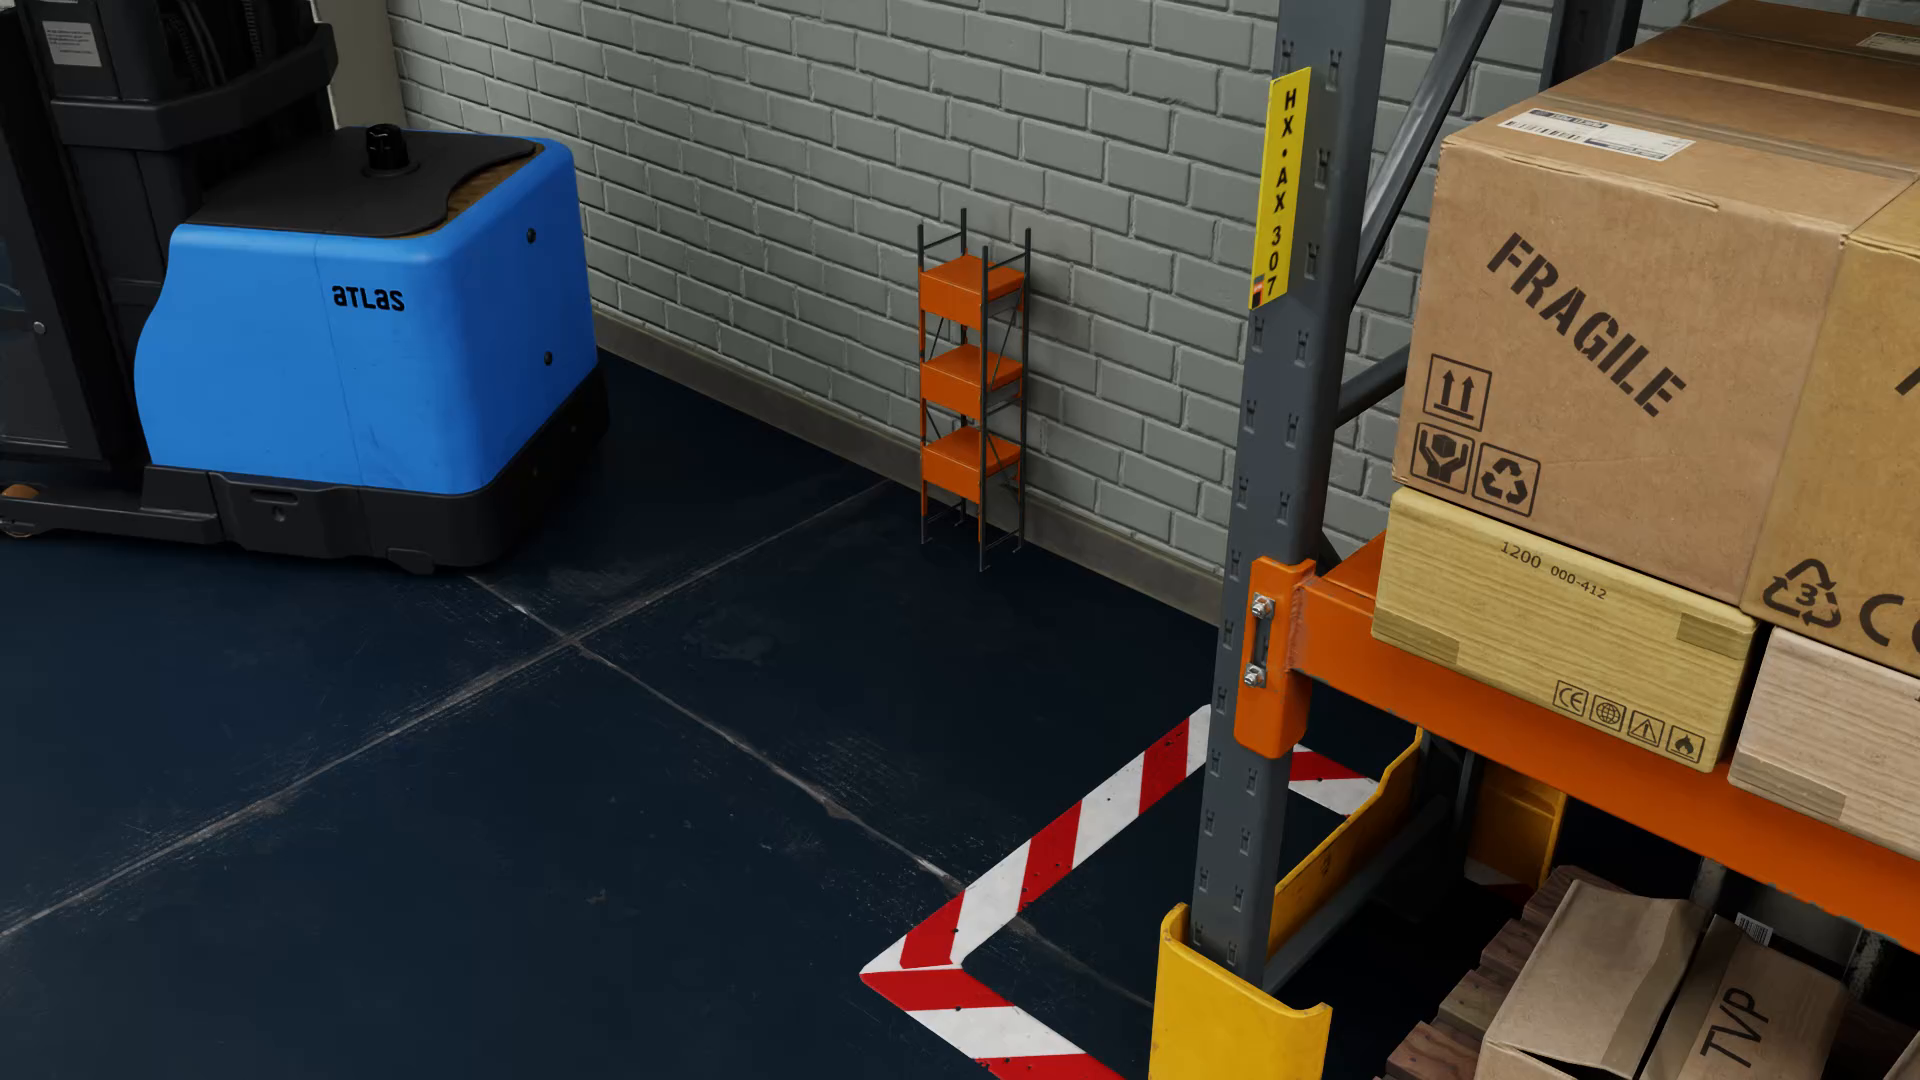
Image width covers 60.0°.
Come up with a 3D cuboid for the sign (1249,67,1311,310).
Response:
[{"bbox_3d":[0.444,-0.484,2.306,0.005,0.325,0.100,25,39,35],"label":"sign"}]

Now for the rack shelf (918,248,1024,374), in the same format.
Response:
[{"bbox_3d":[0.040,-0.665,4.808,0.240,0.259,0.215,25,39,35],"label":"rack shelf"}]

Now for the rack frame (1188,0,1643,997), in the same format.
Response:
[{"bbox_3d":[0.808,-0.321,2.874,0.127,3.000,1.000,25,39,35],"label":"rack frame"}]

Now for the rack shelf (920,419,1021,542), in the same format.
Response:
[{"bbox_3d":[0.040,-0.184,5.097,0.240,0.259,0.215,25,39,35],"label":"rack shelf"}]

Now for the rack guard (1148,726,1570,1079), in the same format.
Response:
[{"bbox_3d":[0.865,0.777,3.475,0.348,0.500,1.175,25,39,35],"label":"rack guard"}]

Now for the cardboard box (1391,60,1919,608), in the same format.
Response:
[{"bbox_3d":[0.961,-0.306,2.249,0.500,0.500,0.500,25,39,35],"label":"cardboard box"}]

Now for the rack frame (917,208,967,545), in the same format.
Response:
[{"bbox_3d":[-0.051,-0.473,5.019,0.008,1.050,0.200,25,39,35],"label":"rack frame"}]

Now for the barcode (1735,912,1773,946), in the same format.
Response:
[{"bbox_3d":[1.543,0.766,3.241,0.075,0.075,0.001,25,39,35],"label":"barcode"}]

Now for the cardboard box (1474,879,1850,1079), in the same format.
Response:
[{"bbox_3d":[1.261,0.917,2.999,0.500,0.311,0.500,20,37,30],"label":"cardboard box"}]

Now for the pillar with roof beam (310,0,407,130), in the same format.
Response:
[{"bbox_3d":[-5.430,-3.410,2.189,0.400,9.000,9.100,25,39,35],"label":"pillar with roof beam"}]

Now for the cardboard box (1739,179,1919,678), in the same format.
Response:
[{"bbox_3d":[1.320,-0.131,1.959,0.500,0.500,0.500,25,39,35],"label":"cardboard box"}]

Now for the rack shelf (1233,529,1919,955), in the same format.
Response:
[{"bbox_3d":[2.291,0.680,1.910,4.000,0.370,1.077,25,39,35],"label":"rack shelf"}]

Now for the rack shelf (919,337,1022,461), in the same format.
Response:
[{"bbox_3d":[0.040,-0.422,4.954,0.240,0.259,0.215,25,39,35],"label":"rack shelf"}]

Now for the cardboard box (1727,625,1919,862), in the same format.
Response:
[{"bbox_3d":[1.352,0.200,2.136,0.500,0.250,0.500,24,38,34],"label":"cardboard box"}]

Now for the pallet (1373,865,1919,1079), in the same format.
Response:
[{"bbox_3d":[1.443,1.195,3.060,1.213,0.211,1.003,25,39,35],"label":"pallet"}]

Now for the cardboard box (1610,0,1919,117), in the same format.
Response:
[{"bbox_3d":[1.301,-0.504,2.578,0.500,0.500,0.500,25,39,35],"label":"cardboard box"}]

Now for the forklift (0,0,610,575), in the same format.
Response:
[{"bbox_3d":[-2.784,-1.522,4.936,3.031,2.935,1.130,6,32,10],"label":"forklift"}]

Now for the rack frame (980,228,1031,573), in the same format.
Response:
[{"bbox_3d":[0.130,-0.389,4.878,0.008,1.050,0.200,25,39,35],"label":"rack frame"}]

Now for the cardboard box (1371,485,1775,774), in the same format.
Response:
[{"bbox_3d":[0.957,0.025,2.426,0.500,0.250,0.500,24,38,34],"label":"cardboard box"}]

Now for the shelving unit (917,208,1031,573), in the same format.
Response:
[{"bbox_3d":[0.040,-0.431,4.948,0.252,1.050,0.215,25,39,35],"label":"shelving unit"}]
